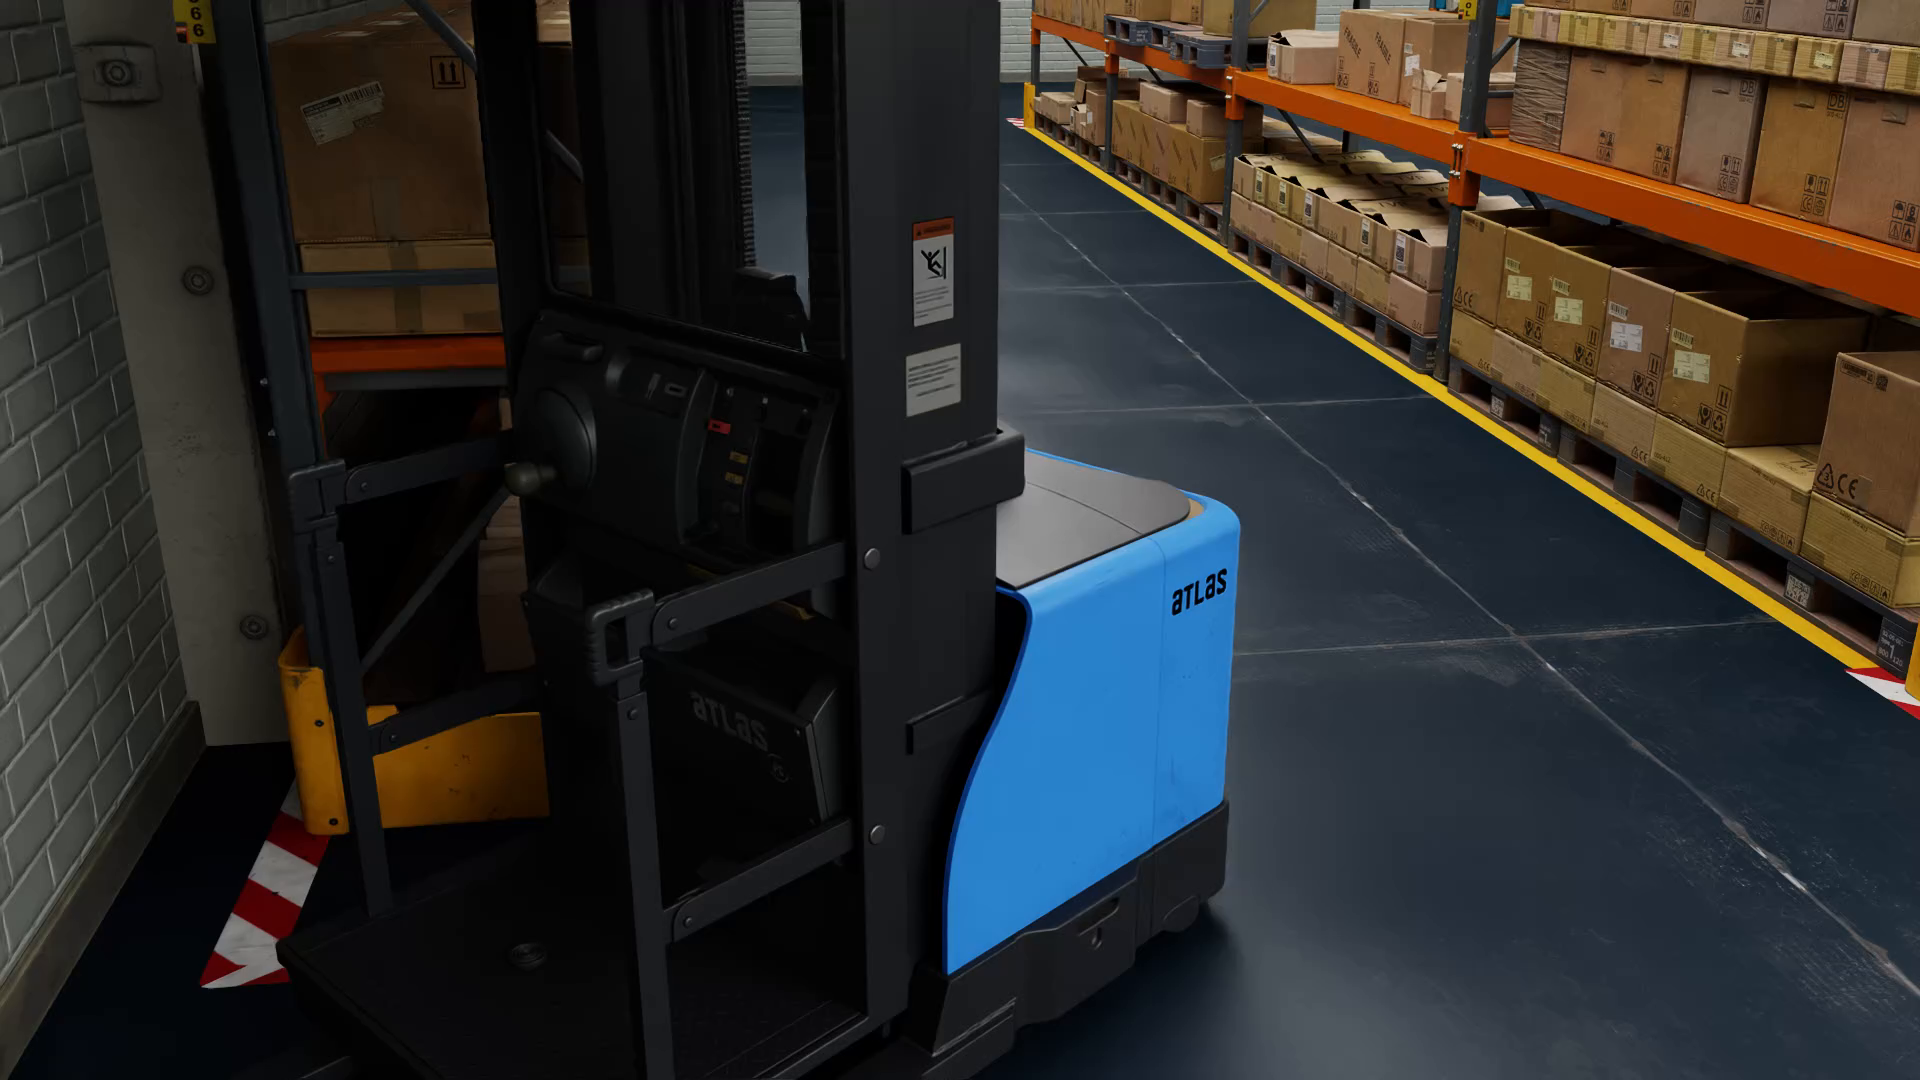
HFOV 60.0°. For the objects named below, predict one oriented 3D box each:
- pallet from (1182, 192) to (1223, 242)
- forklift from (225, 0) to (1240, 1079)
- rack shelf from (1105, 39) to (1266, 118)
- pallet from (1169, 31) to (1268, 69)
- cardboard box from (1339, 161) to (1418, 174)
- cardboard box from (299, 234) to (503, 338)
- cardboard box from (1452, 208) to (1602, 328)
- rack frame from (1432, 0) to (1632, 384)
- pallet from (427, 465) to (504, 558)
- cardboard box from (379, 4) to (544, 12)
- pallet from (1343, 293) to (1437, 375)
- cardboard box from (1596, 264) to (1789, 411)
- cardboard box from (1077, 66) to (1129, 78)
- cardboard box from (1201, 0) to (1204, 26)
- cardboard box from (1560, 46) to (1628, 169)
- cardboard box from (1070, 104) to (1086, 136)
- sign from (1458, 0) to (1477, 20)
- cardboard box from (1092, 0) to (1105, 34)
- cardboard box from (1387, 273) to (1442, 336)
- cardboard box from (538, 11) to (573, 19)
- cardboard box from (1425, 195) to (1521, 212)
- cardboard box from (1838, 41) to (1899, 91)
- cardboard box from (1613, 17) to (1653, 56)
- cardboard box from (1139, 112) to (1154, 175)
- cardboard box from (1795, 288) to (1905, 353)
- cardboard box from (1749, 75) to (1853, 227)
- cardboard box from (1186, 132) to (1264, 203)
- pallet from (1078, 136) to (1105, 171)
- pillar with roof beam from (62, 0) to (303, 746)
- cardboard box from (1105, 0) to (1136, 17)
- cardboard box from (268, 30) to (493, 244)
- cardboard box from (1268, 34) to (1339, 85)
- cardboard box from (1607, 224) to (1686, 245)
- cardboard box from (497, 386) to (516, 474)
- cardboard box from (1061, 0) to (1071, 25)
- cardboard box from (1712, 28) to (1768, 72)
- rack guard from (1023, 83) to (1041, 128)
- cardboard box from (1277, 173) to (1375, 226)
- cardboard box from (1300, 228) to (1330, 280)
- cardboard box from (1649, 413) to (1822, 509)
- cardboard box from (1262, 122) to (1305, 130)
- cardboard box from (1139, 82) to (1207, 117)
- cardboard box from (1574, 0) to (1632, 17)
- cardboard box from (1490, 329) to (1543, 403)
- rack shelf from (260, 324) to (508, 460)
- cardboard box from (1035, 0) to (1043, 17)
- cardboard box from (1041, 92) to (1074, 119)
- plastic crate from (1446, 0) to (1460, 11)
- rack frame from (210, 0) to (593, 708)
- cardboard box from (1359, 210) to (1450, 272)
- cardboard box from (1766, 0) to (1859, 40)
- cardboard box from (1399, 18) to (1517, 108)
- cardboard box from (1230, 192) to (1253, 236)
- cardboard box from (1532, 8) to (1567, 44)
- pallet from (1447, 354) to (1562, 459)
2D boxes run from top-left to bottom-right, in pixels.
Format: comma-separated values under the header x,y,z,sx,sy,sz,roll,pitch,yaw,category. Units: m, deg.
x,y,z,sx,sy,sz,roll,pitch,yaw,category
2.437,-2.631,13.460,1.003,0.211,1.213,-3,21,-8,pallet
-0.708,-0.192,3.040,1.130,2.935,3.031,18,27,40,forklift
2.219,-4.033,14.254,1.077,0.370,4.000,-3,21,-8,rack shelf
2.340,-3.818,12.927,1.213,0.211,1.003,-3,21,-8,pallet
2.908,-2.500,11.651,0.500,0.311,0.500,-3,21,-9,cardboard box
-1.500,-0.747,4.616,0.500,0.250,0.500,-3,21,-7,cardboard box
2.841,-1.376,8.371,0.500,0.500,0.500,-3,21,-8,cardboard box
3.084,-2.292,8.567,1.000,3.000,0.127,-3,21,-8,rack frame
-1.507,-0.081,6.631,1.003,0.211,1.213,-3,21,-8,pallet
-1.734,-1.627,5.899,0.500,0.500,0.500,-3,21,-7,cardboard box
2.939,-1.239,9.732,1.003,0.211,1.213,-3,21,-8,pallet
3.059,-0.857,6.981,0.500,0.500,0.500,-3,21,-8,cardboard box
1.676,-5.306,19.580,0.500,0.500,0.500,-3,21,-8,cardboard box
2.362,-4.459,13.626,0.700,0.500,0.500,1,20,2,cardboard box
3.236,-2.004,7.650,0.700,0.500,0.500,-3,21,-8,cardboard box
1.459,-4.451,17.561,0.500,0.311,0.500,-3,21,-8,cardboard box
2.548,-2.767,8.295,0.100,0.325,0.005,-3,21,-8,sign
1.604,-5.269,16.394,0.500,0.500,0.500,-3,21,-7,cardboard box
2.737,-1.330,9.319,0.500,0.250,0.500,-3,21,-8,cardboard box
-1.142,-1.478,5.500,0.500,0.500,0.500,-4,21,-10,cardboard box
3.128,-1.972,10.237,0.500,0.311,0.500,-4,21,-10,cardboard box
3.306,-1.647,5.769,0.380,0.149,0.250,-3,21,-7,cardboard box
3.079,-2.187,7.213,0.380,0.149,0.250,-4,21,-10,cardboard box
1.912,-3.560,14.904,0.500,0.500,0.500,-3,21,-7,cardboard box
3.644,-0.710,6.587,0.500,0.500,0.500,-3,21,-8,cardboard box
3.459,-1.470,6.223,0.700,0.500,0.500,-3,21,-7,cardboard box
2.140,-3.024,13.470,0.500,0.500,0.500,-2,21,-6,cardboard box
1.832,-3.994,17.107,1.003,0.211,1.213,-3,21,-8,pallet
2.062,-3.882,4.250,9.100,9.000,0.400,-3,21,-8,pillar with roof beam
1.777,-5.130,15.422,0.700,0.500,0.500,-10,23,-26,cardboard box
-1.519,-1.099,4.486,0.500,0.500,0.500,-3,21,-8,cardboard box
2.444,-3.316,11.435,0.500,0.311,0.500,-3,21,-8,cardboard box
3.427,-1.229,7.977,0.500,0.500,0.500,-3,21,-8,cardboard box
-1.390,-0.389,6.415,0.700,0.500,0.500,-4,21,-11,cardboard box
1.376,-5.802,17.819,0.500,0.500,0.500,-3,21,-7,cardboard box
3.191,-1.918,6.494,0.380,0.149,0.250,-3,21,-8,cardboard box
1.365,-5.250,20.058,1.175,0.500,0.348,-3,21,-8,rack guard
2.447,-2.294,11.100,0.500,0.311,0.500,-3,21,-9,cardboard box
2.520,-1.858,10.735,0.500,0.250,0.500,-2,21,-7,cardboard box
3.133,-0.332,6.648,0.500,0.250,0.500,-3,21,-8,cardboard box
2.576,-3.239,14.046,0.500,0.500,0.500,-3,21,-8,cardboard box
1.903,-3.923,14.803,0.500,0.250,0.500,-3,21,-8,cardboard box
3.228,-2.619,7.443,0.700,0.500,0.500,-3,21,-8,cardboard box
2.917,-0.852,8.039,0.500,0.250,0.500,-3,21,-8,cardboard box
-1.530,-1.012,6.166,1.077,0.370,4.000,-3,21,-8,rack shelf
1.157,-6.327,19.226,0.500,0.500,0.500,-2,21,-7,cardboard box
1.224,-4.989,19.089,0.500,0.250,0.500,-3,21,-8,cardboard box
5.930,-6.383,19.810,0.250,0.136,0.298,-3,21,-8,plastic crate
-1.241,-0.656,4.186,1.000,3.000,0.127,-3,21,-8,rack frame
2.660,-1.769,9.694,0.500,0.311,0.500,-2,21,-6,cardboard box
3.443,-2.099,6.052,0.700,0.500,0.500,-3,21,-8,cardboard box
2.913,-2.788,9.752,0.500,0.500,0.500,-1,21,-4,cardboard box
2.292,-2.390,12.157,0.500,0.250,0.500,-3,21,-8,cardboard box
2.967,-2.453,7.928,0.380,0.149,0.250,-3,21,-7,cardboard box
3.157,-0.709,8.312,1.003,0.211,1.213,-3,21,-8,pallet
